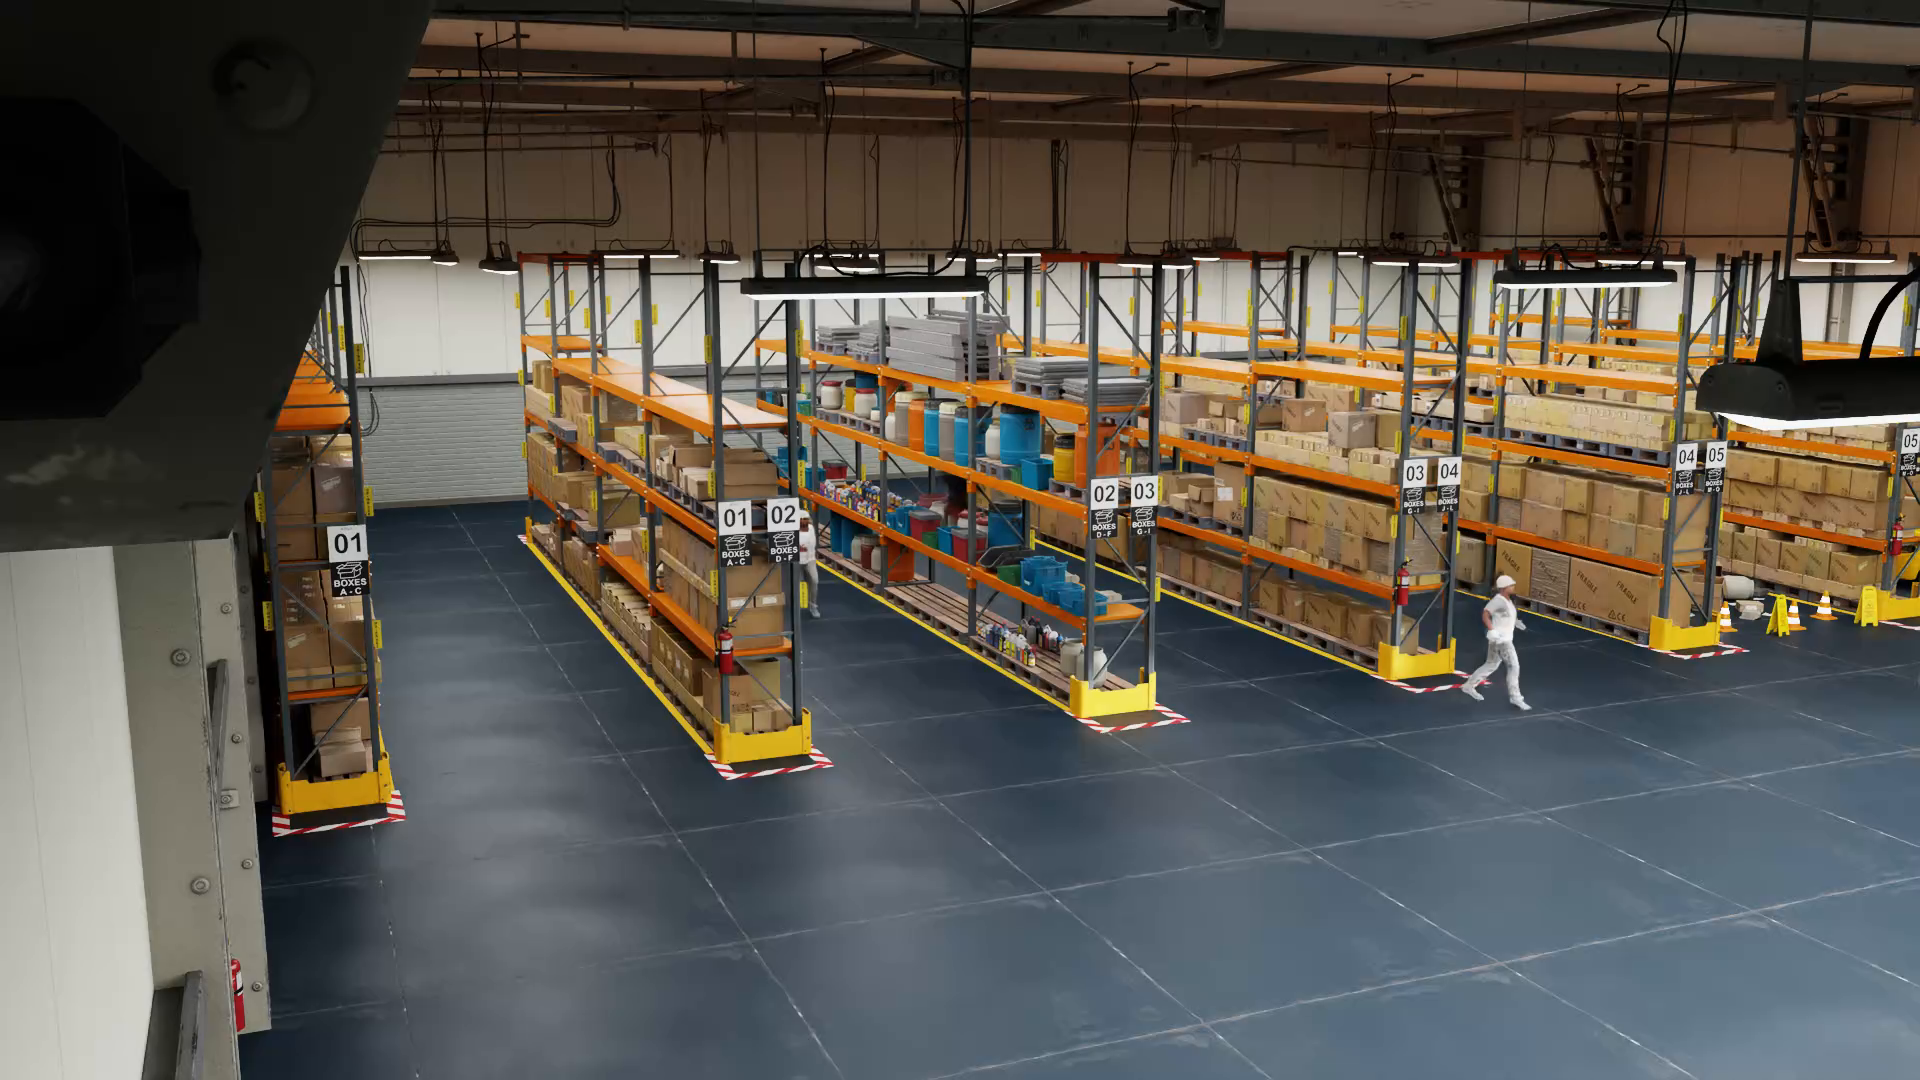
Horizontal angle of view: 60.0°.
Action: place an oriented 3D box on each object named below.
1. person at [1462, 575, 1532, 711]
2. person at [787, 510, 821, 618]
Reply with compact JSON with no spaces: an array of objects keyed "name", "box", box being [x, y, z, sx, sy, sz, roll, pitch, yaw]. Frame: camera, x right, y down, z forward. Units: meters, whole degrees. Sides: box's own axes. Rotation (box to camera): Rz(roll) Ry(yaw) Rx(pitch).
[{"name":"person","box":[7.331,1.370,22.592,0.915,1.812,0.693,3,11,14]},{"name":"person","box":[-2.649,0.389,28.003,0.635,1.815,0.841,-6,12,-31]}]
